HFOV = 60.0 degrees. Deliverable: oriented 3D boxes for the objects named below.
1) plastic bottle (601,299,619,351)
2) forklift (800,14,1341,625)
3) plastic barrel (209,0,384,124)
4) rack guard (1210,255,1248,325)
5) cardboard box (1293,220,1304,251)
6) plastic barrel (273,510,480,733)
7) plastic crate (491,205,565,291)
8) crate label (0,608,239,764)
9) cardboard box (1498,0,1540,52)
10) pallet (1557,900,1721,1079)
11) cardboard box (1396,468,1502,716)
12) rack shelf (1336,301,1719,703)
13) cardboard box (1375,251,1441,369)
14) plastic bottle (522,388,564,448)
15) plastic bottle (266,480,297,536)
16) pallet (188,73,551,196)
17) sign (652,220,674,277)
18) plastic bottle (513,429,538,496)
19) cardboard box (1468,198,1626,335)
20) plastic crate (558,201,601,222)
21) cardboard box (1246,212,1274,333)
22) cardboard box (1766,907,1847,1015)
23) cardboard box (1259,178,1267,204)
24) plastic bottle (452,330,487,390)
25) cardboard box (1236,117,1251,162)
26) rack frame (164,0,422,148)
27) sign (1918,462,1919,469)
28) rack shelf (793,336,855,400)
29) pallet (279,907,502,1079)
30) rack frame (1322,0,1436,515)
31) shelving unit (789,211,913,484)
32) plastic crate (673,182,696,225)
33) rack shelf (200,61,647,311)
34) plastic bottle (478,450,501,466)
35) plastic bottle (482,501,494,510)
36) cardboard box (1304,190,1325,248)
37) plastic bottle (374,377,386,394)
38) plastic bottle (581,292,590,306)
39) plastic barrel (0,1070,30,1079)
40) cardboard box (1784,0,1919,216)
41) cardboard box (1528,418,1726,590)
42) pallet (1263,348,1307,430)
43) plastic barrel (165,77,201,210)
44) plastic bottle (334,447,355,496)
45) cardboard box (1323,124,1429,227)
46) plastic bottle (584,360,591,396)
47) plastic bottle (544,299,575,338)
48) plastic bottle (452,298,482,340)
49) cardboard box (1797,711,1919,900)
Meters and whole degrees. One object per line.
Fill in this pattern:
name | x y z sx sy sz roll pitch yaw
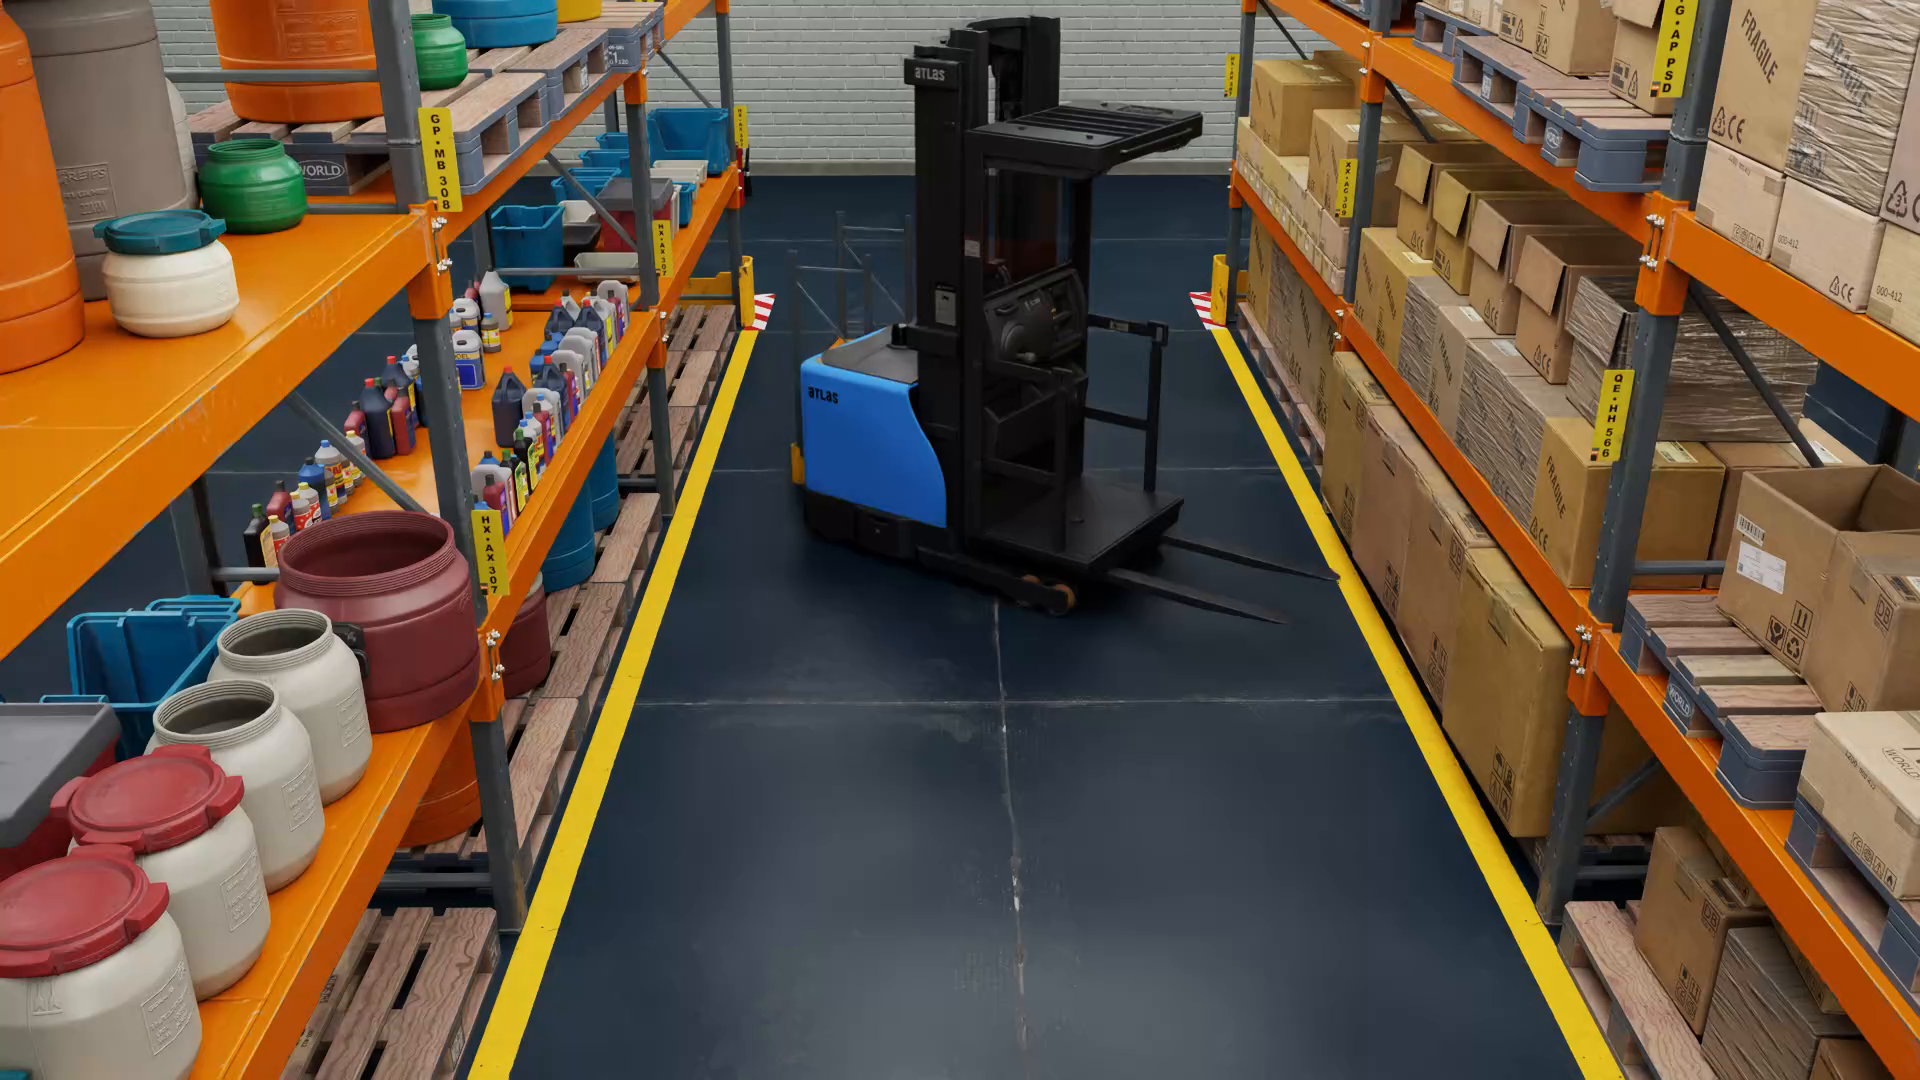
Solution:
plastic bottle | -1.901 -1.154 8.812 0.152 0.276 0.135 0 24 -1
forklift | 0.581 -1.182 8.807 3.031 2.935 1.130 16 29 31
plastic barrel | -2.192 -1.861 5.554 0.600 0.830 0.708 0 24 -1
rack guard | 2.676 -2.063 13.705 1.175 0.500 0.348 0 24 -1
cardboard box | 2.377 -1.978 10.788 0.380 0.149 0.250 0 24 0
plastic barrel | -1.881 0.254 5.383 0.600 0.536 0.708 0 24 -1
plastic crate | -2.579 -1.733 9.888 0.392 0.384 0.575 0 24 -1
crate label | -2.449 0.521 4.915 0.502 0.435 0.616 0 24 -1
cardboard box | 2.720 -2.343 7.015 0.797 0.503 0.637 -1 24 -1
pallet | 2.770 1.697 5.742 1.003 0.211 1.213 0 24 -1
cardboard box | 2.775 0.229 7.672 1.225 0.875 0.875 0 24 0
rack shelf | 2.742 -0.392 7.850 1.077 0.370 4.000 0 24 -1
cardboard box | 2.481 -1.192 8.624 0.500 0.500 0.500 0 24 0
plastic bottle | -1.886 -0.568 7.517 0.152 0.276 0.135 0 24 -1
plastic bottle | -2.623 -0.080 6.429 0.061 0.283 0.133 0 24 -1
pallet | -2.100 -1.470 5.949 1.003 0.211 1.213 0 24 -1
sign | -1.683 -1.650 9.421 0.100 0.325 0.005 0 24 -1
plastic bottle | -1.834 -0.341 7.006 0.061 0.283 0.133 0 24 -1
cardboard box | 2.753 -1.245 7.523 0.797 0.503 0.637 1 24 1
plastic crate | -2.552 -2.145 11.100 0.293 0.136 0.466 0 24 -1
cardboard box | 2.763 -2.152 12.937 0.875 0.875 0.875 0 24 -1
cardboard box | 2.817 1.196 5.056 0.500 0.250 0.500 2 24 5
cardboard box | 2.363 -2.507 11.957 0.380 0.149 0.250 -1 24 -2
plastic bottle | -2.447 -0.892 8.233 0.152 0.276 0.135 0 24 -1
cardboard box | 2.411 -3.060 12.698 0.500 0.250 0.500 -1 24 -2
rack frame | -2.189 -2.607 4.594 1.000 3.000 0.127 0 24 -1
sign | 3.306 -0.394 5.671 0.100 0.325 0.005 0 24 -1
rack shelf | -0.668 -1.068 10.728 0.538 0.185 1.000 5 25 11
pallet | -2.220 1.716 5.699 1.003 0.211 1.213 0 24 -1
rack frame | 2.720 -1.544 9.524 1.000 3.000 0.127 0 24 -1
shelving unit | -0.667 -1.235 10.661 0.587 1.500 1.083 5 25 11
plastic crate | -1.998 -2.276 11.273 0.416 0.233 0.300 0 24 -1
rack shelf | -2.211 -1.737 7.183 1.077 0.370 4.000 0 24 -1
plastic bottle | -1.911 -0.233 6.781 0.097 0.271 0.097 0 24 0
plastic bottle | -1.846 -0.051 6.463 0.097 0.201 0.097 0 24 0
cardboard box | 2.444 -2.005 10.365 0.500 0.250 0.500 0 24 1
plastic bottle | -2.636 -0.587 7.550 0.061 0.283 0.133 0 24 -1
plastic bottle | -2.030 -1.262 9.142 0.097 0.201 0.097 0 24 0
plastic barrel | -2.007 1.292 3.422 0.301 0.262 0.301 0 24 0
cardboard box | 2.513 -1.132 4.245 0.500 0.500 0.500 0 24 0
cardboard box | 2.510 -0.144 6.306 0.500 0.500 0.500 0 24 1
pallet | 2.774 -1.091 11.906 1.003 0.211 1.213 0 24 -1
plastic barrel | -2.492 -1.162 4.903 0.421 0.512 0.421 0 24 0
plastic bottle | -2.611 -0.291 6.995 0.097 0.201 0.097 0 24 0
cardboard box | 2.447 -2.141 9.755 0.500 0.500 0.500 0 24 1
plastic bottle | -1.866 -0.809 8.139 0.097 0.201 0.097 0 24 0
plastic bottle | -2.038 -1.045 8.481 0.144 0.351 0.185 0 24 -1
plastic bottle | -2.605 -1.122 8.741 0.152 0.276 0.135 0 24 -1
cardboard box | 2.552 0.673 4.295 0.500 0.250 0.500 -1 24 -2
